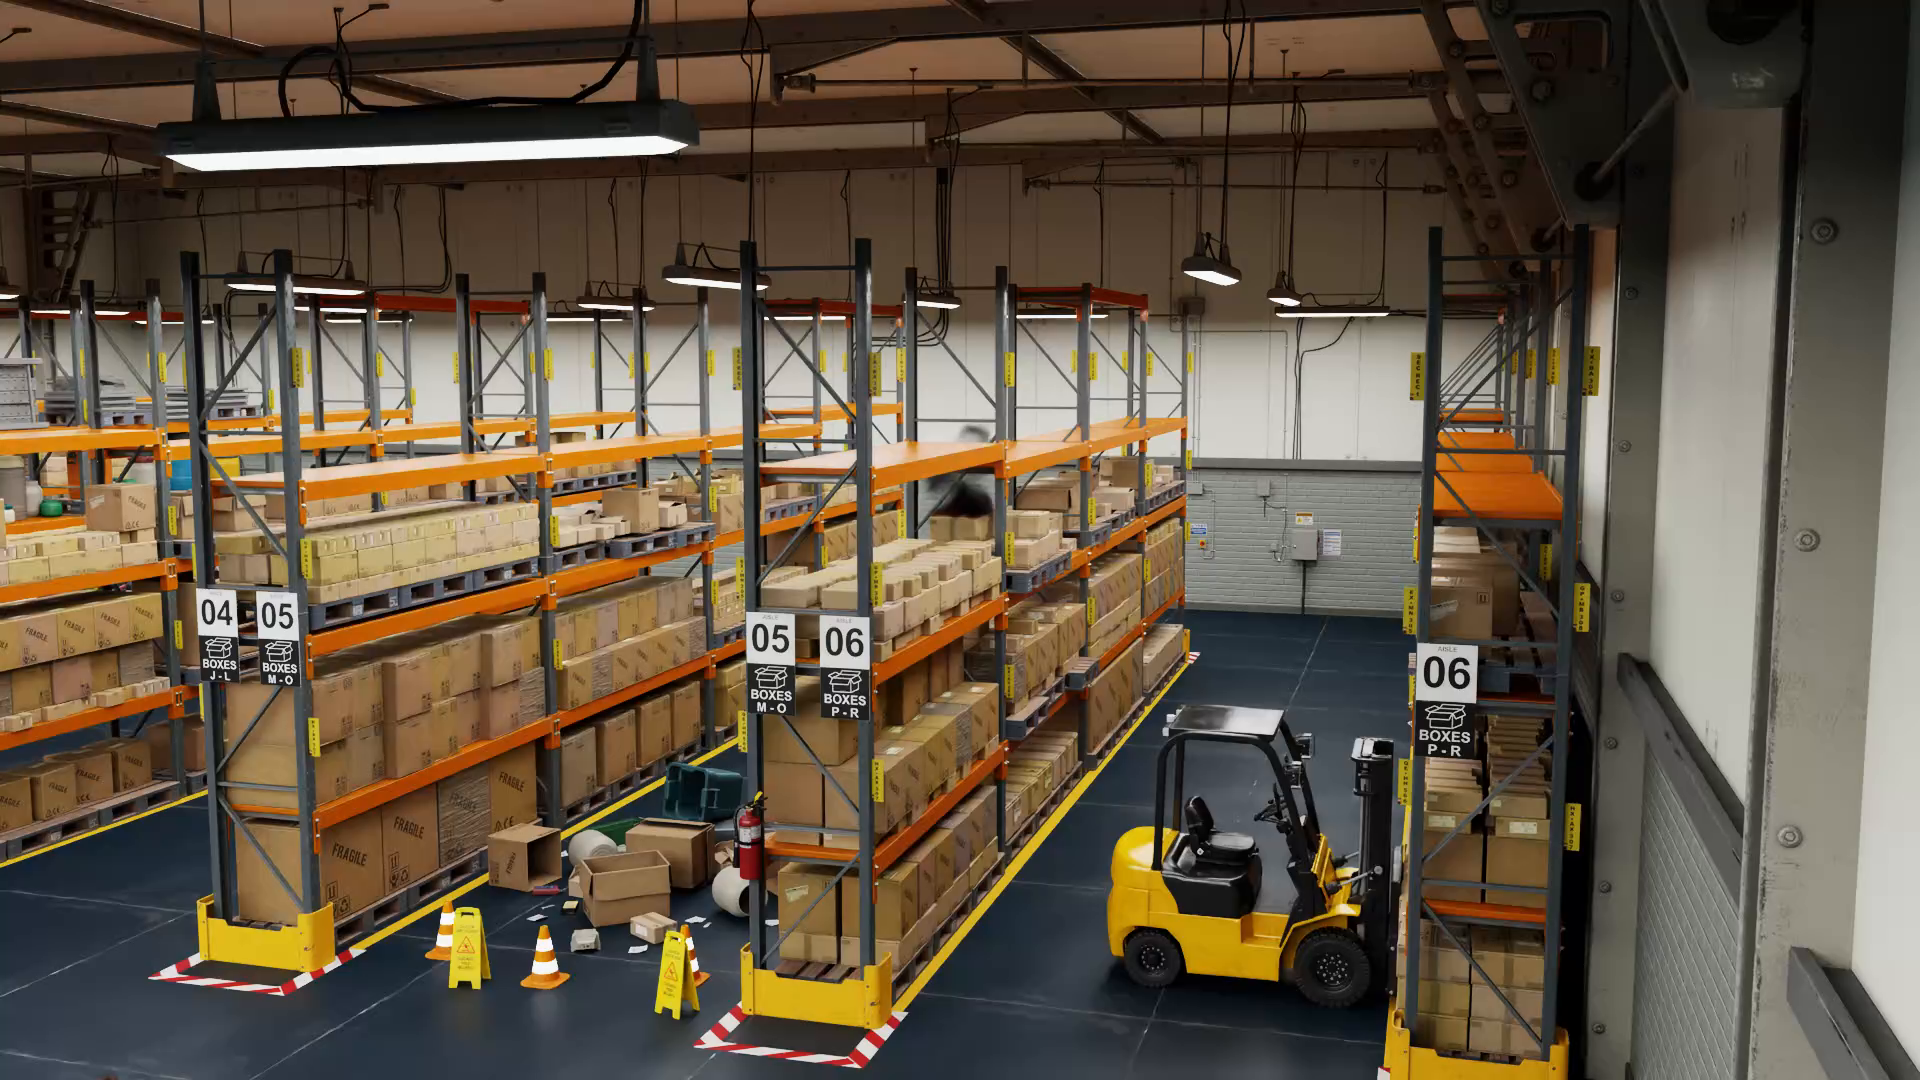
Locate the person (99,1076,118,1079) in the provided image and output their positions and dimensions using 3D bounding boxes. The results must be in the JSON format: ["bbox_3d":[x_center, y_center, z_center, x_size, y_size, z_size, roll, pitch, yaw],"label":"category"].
[{"bbox_3d":[-4.192,3.447,8.247,0.561,1.607,0.594,-4,7,-31],"label":"person"}]

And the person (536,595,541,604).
[{"bbox_3d":[-6.130,1.567,24.463,0.659,1.742,0.709,1,7,13],"label":"person"}]
